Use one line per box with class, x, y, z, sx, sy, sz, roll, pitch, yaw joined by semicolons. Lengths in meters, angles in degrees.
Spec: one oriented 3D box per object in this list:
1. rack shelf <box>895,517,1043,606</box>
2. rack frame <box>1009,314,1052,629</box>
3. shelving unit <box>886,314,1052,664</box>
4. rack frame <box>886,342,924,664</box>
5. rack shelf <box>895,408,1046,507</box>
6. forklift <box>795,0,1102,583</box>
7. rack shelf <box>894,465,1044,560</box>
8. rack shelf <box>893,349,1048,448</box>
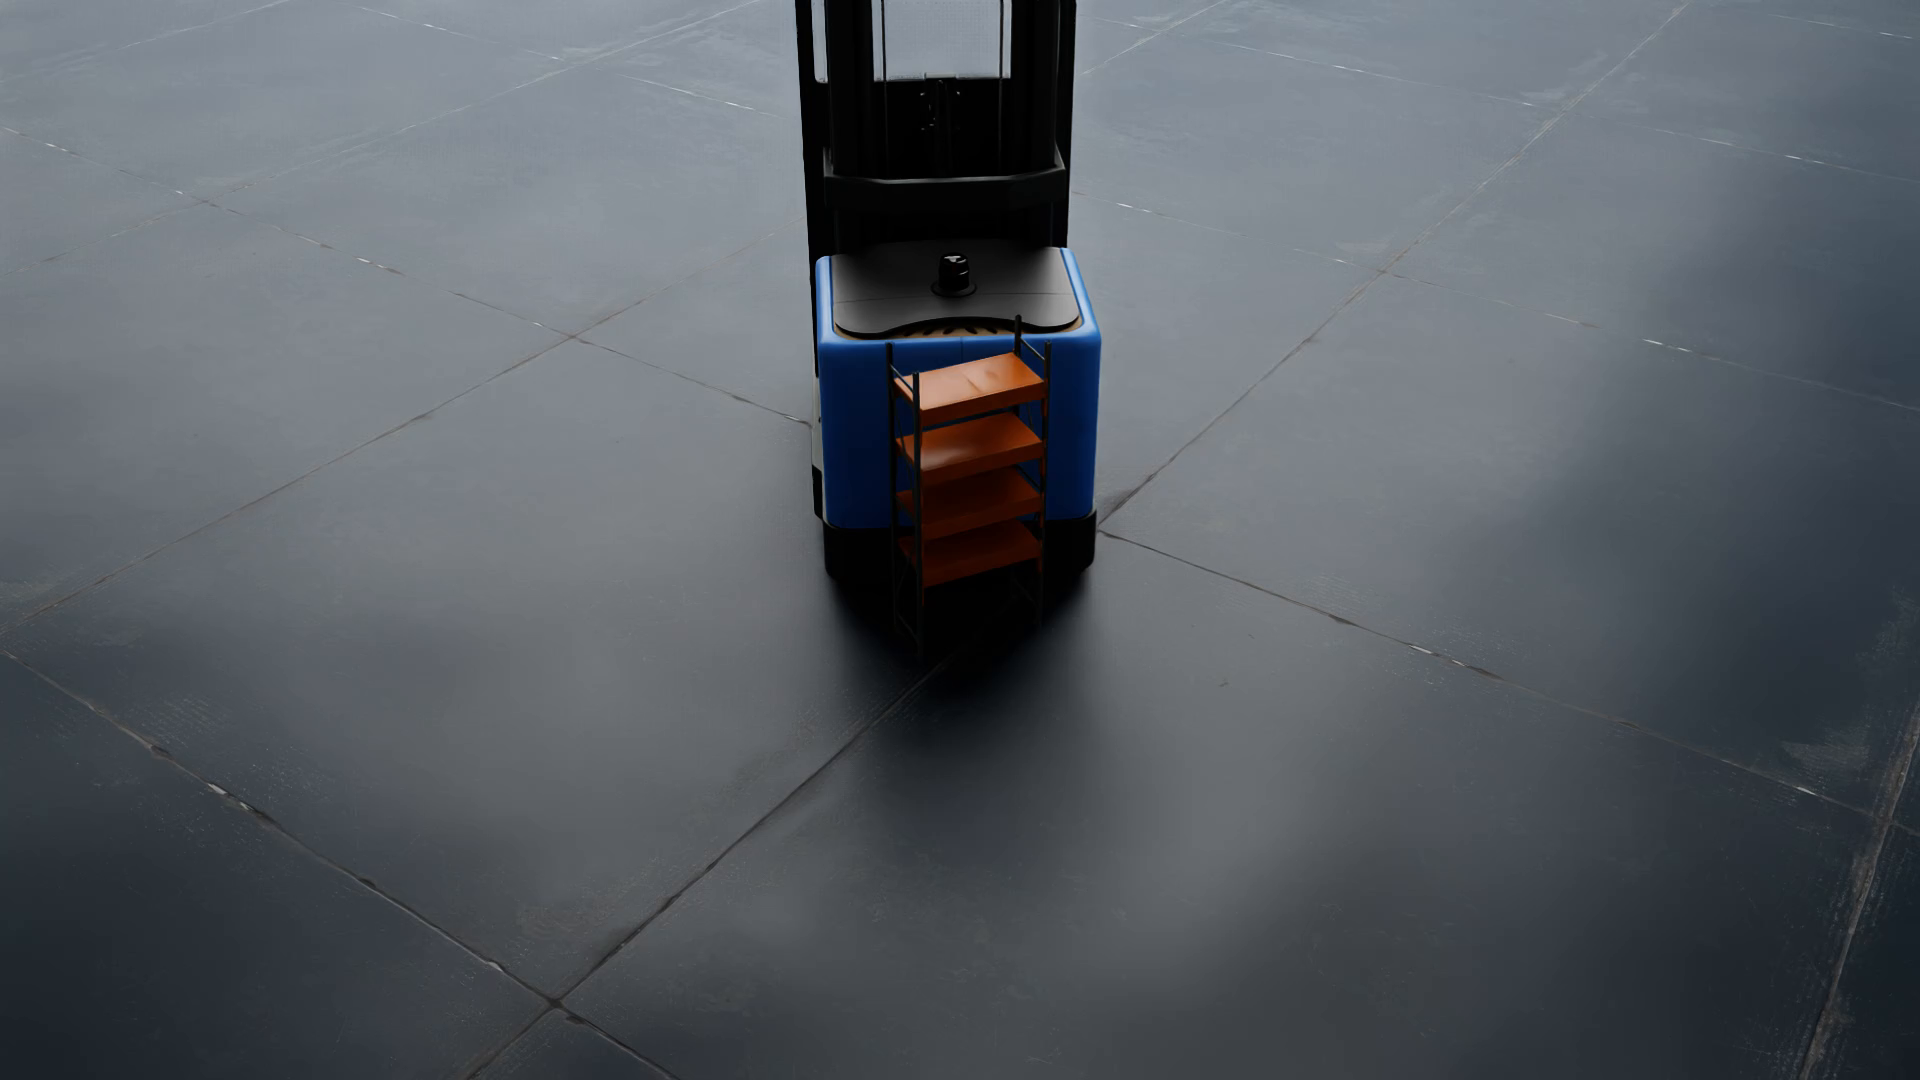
rack shelf;0.030;0.055;6.072;0.480;0.148;0.258;-15;37;-21
rack frame;0.250;-0.224;6.011;0.015;1.200;0.240;-15;37;-21
shelving unit;0.030;-0.165;5.923;0.503;1.200;0.258;-15;37;-21
rack frame;-0.191;-0.106;5.836;0.015;1.200;0.240;-15;37;-21
rack shelf;0.030;-0.295;5.836;0.480;0.148;0.258;-15;37;-21
forklift;-0.115;-1.854;6.875;1.130;2.935;3.031;-3;34;-4
rack shelf;0.030;-0.110;5.961;0.480;0.148;0.258;-15;37;-21
rack shelf;0.030;-0.491;5.703;0.480;0.148;0.258;-15;37;-21
